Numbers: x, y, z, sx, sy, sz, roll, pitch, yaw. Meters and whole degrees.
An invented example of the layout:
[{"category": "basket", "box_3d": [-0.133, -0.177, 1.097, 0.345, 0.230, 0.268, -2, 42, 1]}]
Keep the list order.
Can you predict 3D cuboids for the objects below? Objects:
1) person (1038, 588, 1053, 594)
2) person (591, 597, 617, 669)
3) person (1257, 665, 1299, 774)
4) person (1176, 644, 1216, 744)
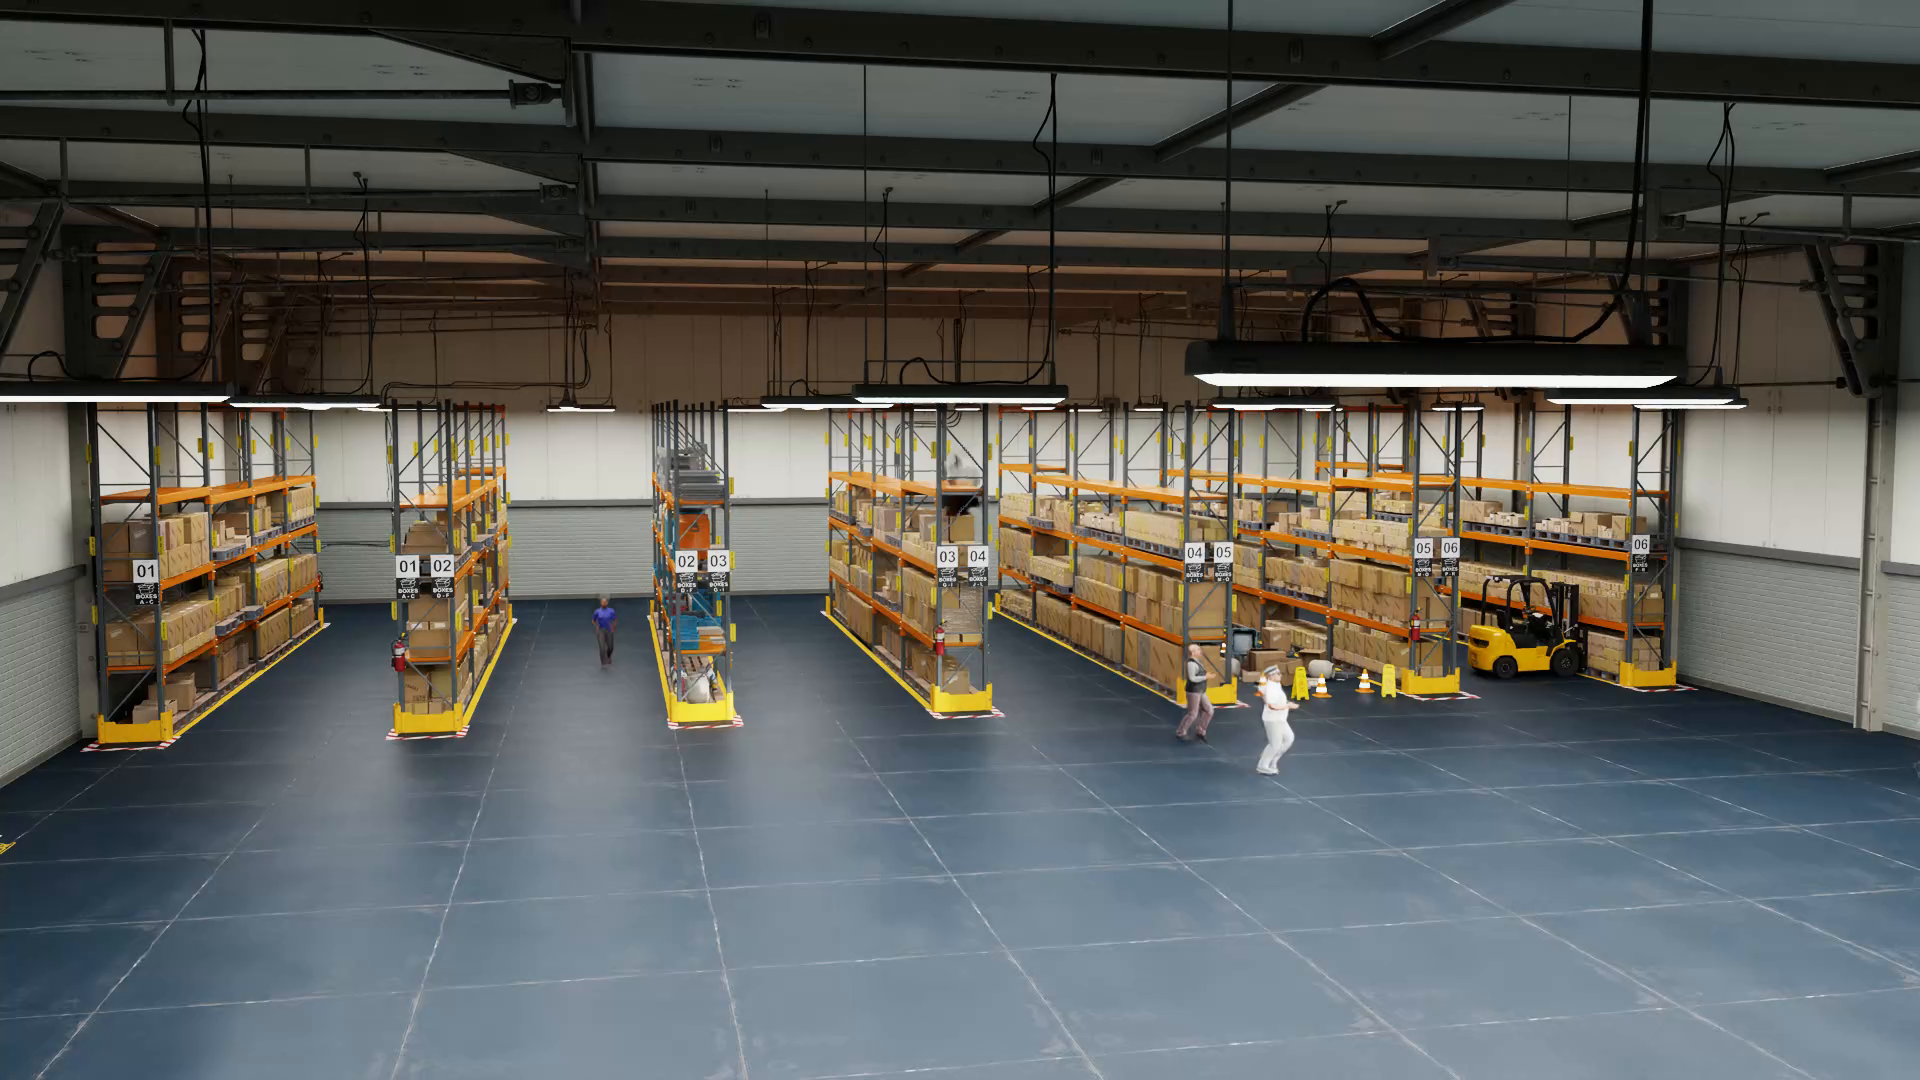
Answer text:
[{"category": "person", "box_3d": [2.595, 1.077, 50.273, 0.970, 1.653, 0.574, -1, 4, -11]}, {"category": "person", "box_3d": [-8.009, 2.096, 37.477, 0.573, 1.604, 0.562, -1, 4, -16]}, {"category": "person", "box_3d": [5.060, 2.861, 26.406, 0.651, 1.789, 0.645, 1, 5, 18]}, {"category": "person", "box_3d": [4.116, 2.692, 28.894, 0.711, 1.763, 0.637, 2, 5, 25]}]
